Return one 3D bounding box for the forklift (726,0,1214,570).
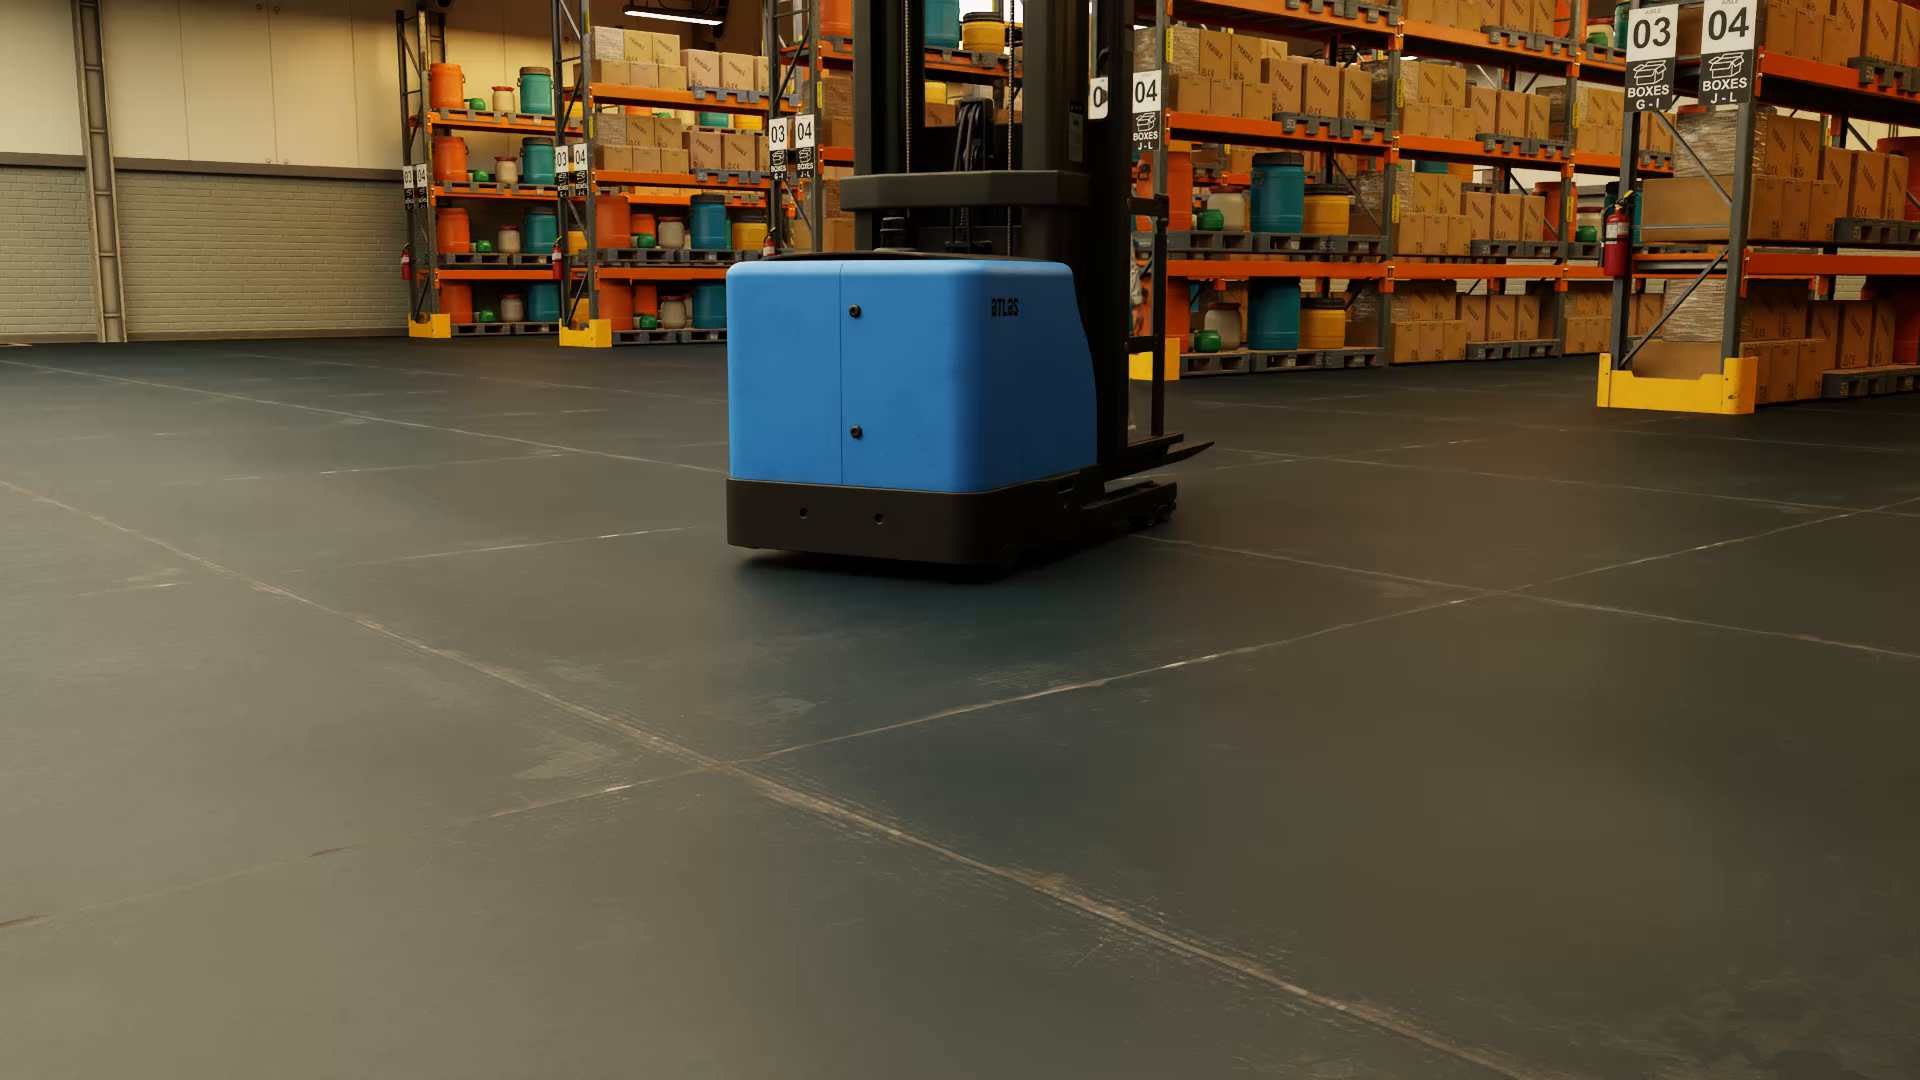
[{"bbox_3d":[0.275,-1.531,6.852,1.130,2.935,3.031,4,10,26],"label":"forklift"}]

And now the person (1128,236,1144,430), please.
[{"bbox_3d":[0.788,-1.446,10.278,0.861,1.743,0.467,4,10,23],"label":"person"}]
